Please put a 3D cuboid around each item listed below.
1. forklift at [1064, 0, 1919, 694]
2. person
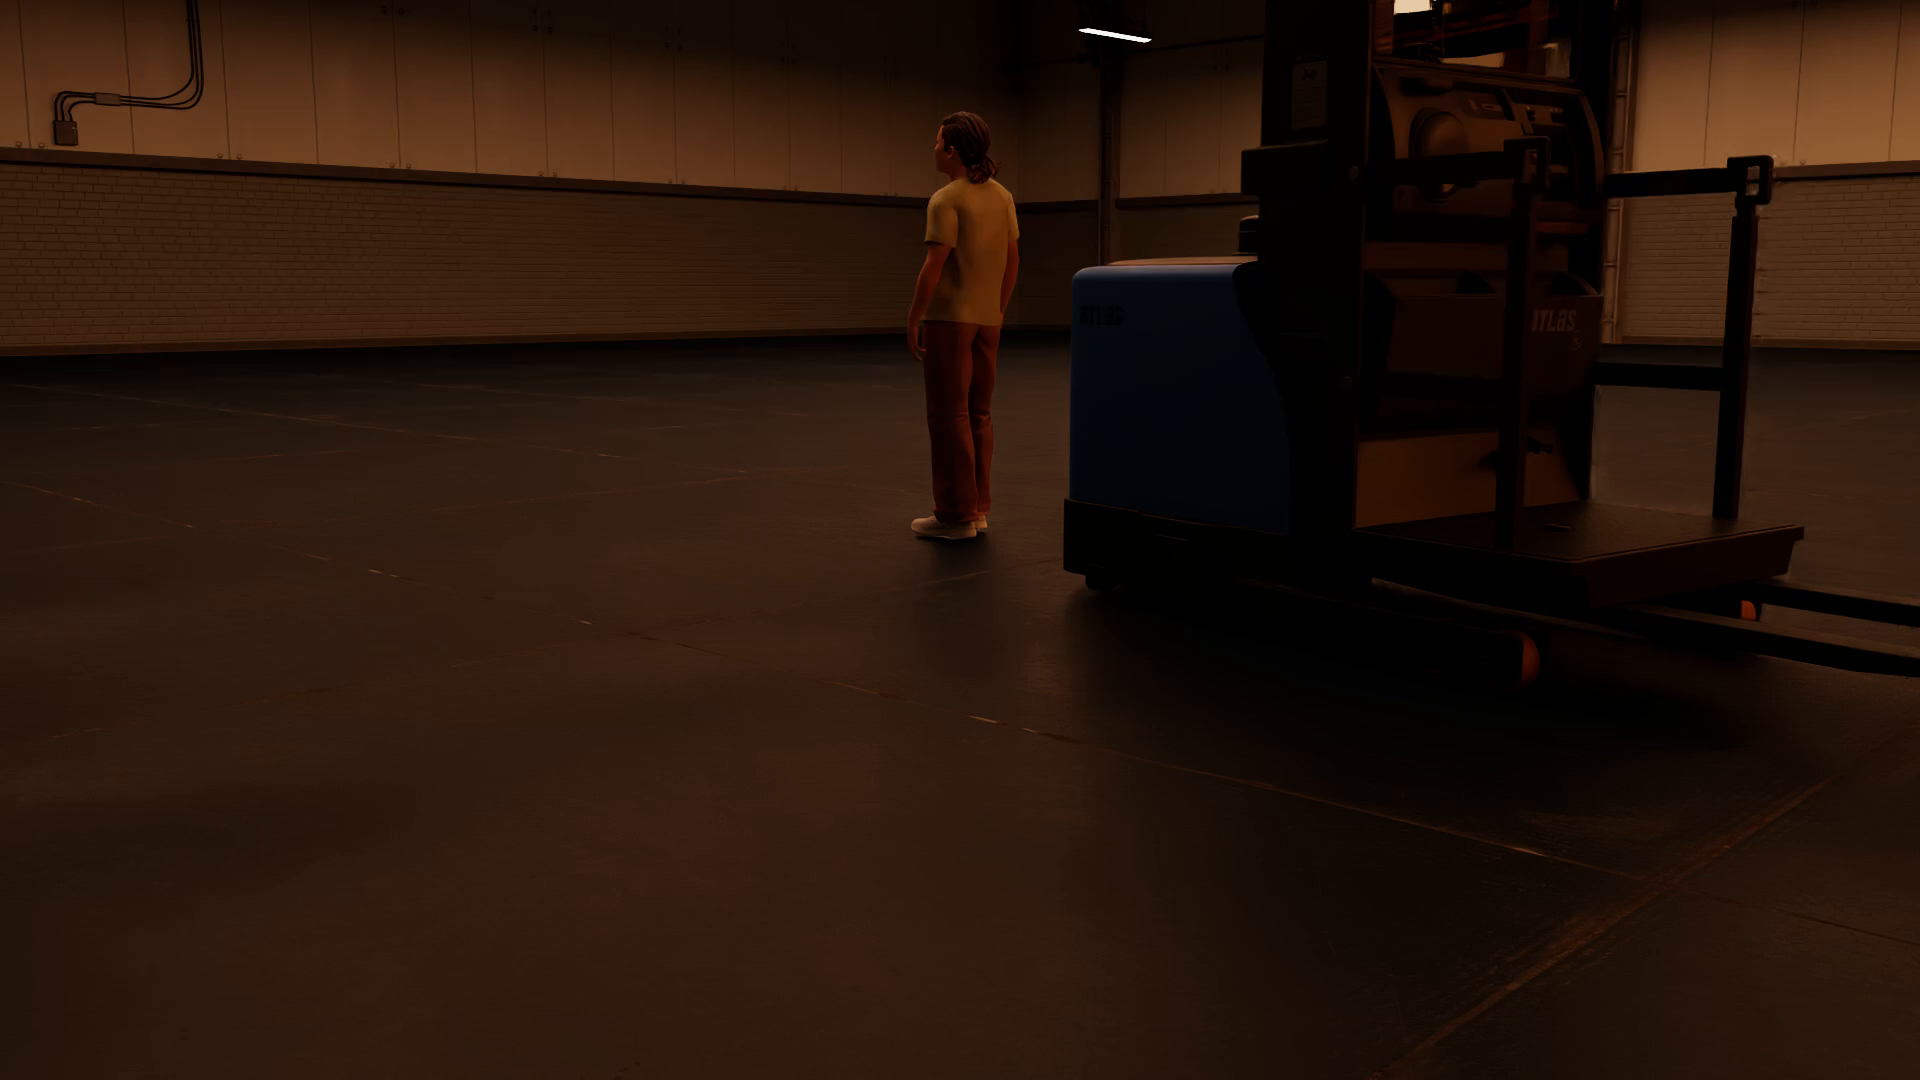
[{"bbox_3d":[1.613,-1.146,4.481,1.130,2.935,3.031,-6,10,-35],"label":"forklift"},{"bbox_3d":[-0.045,-0.845,6.650,0.549,1.675,0.553,8,12,43],"label":"person"}]
